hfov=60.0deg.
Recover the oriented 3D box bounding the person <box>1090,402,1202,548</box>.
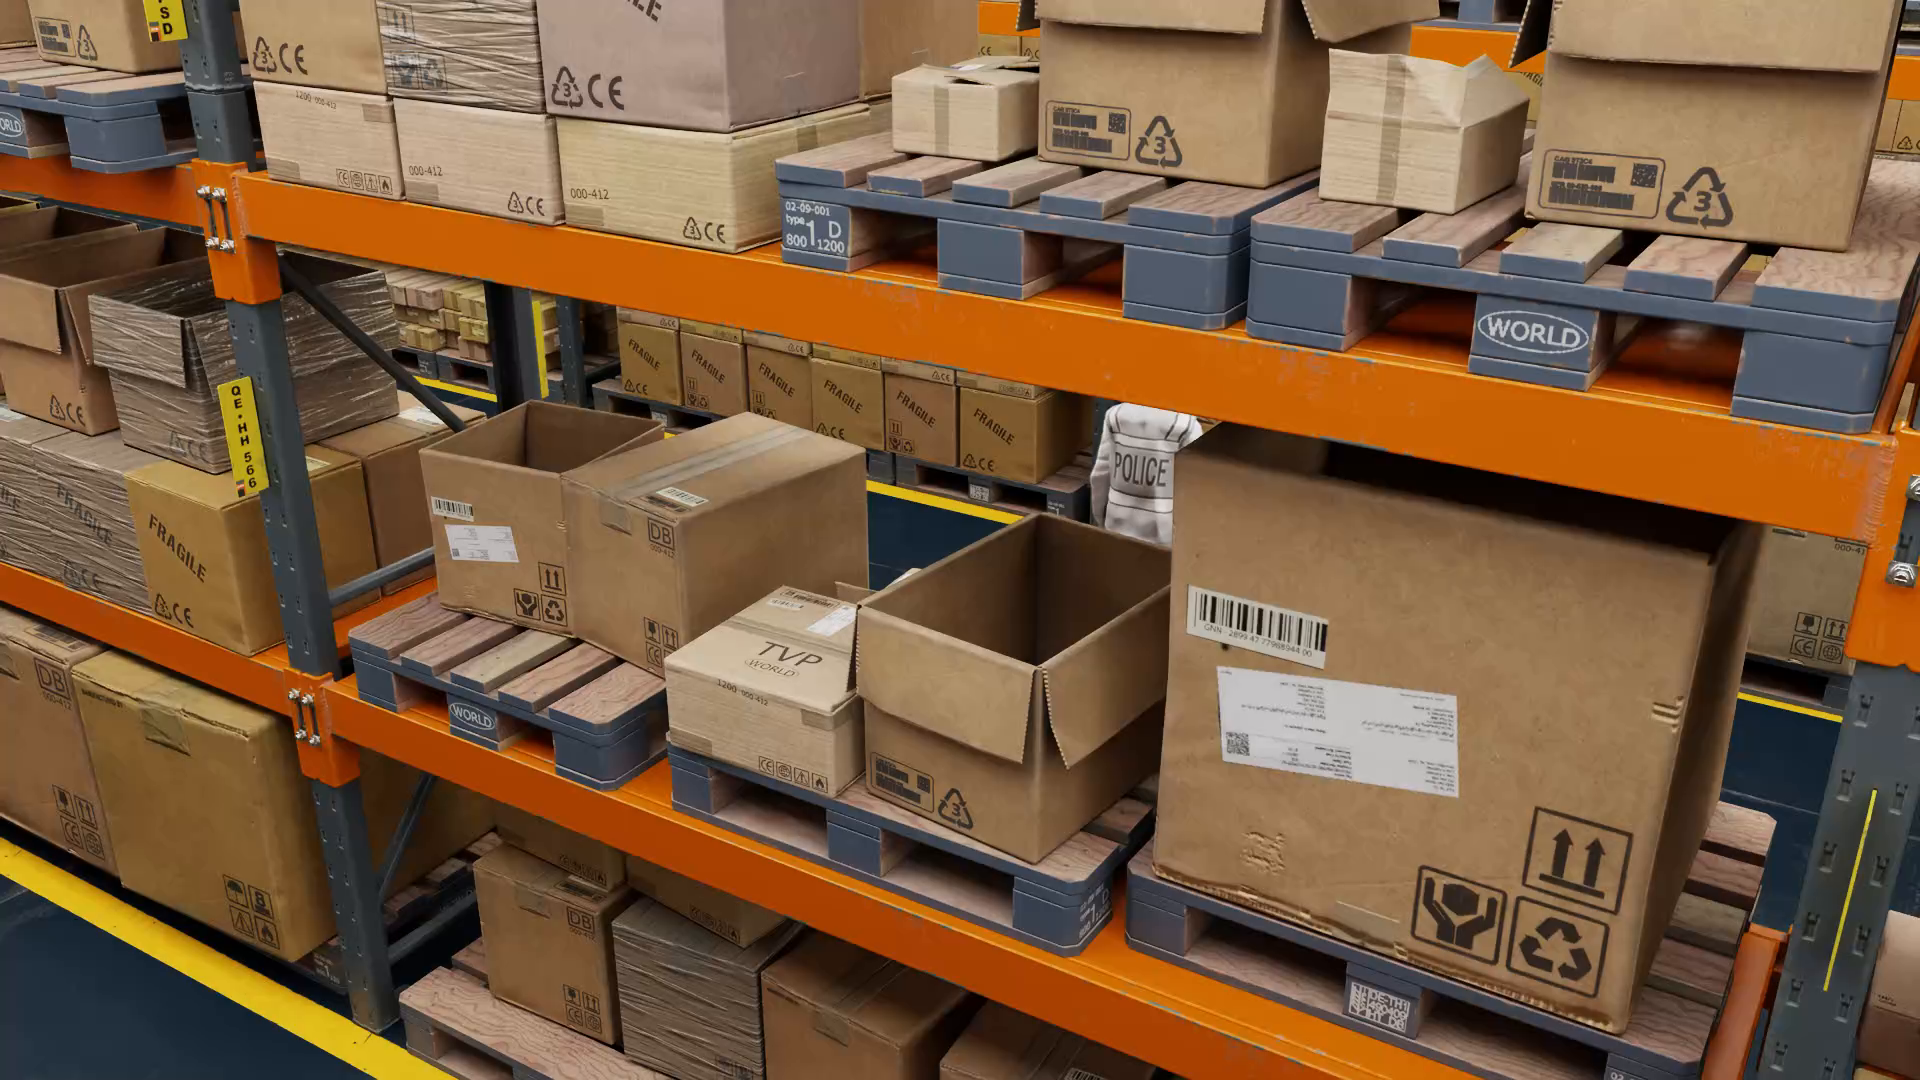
[{"bbox_3d":[0.832,-0.041,7.189,0.537,1.662,0.415,12,26,26],"label":"person"}]
